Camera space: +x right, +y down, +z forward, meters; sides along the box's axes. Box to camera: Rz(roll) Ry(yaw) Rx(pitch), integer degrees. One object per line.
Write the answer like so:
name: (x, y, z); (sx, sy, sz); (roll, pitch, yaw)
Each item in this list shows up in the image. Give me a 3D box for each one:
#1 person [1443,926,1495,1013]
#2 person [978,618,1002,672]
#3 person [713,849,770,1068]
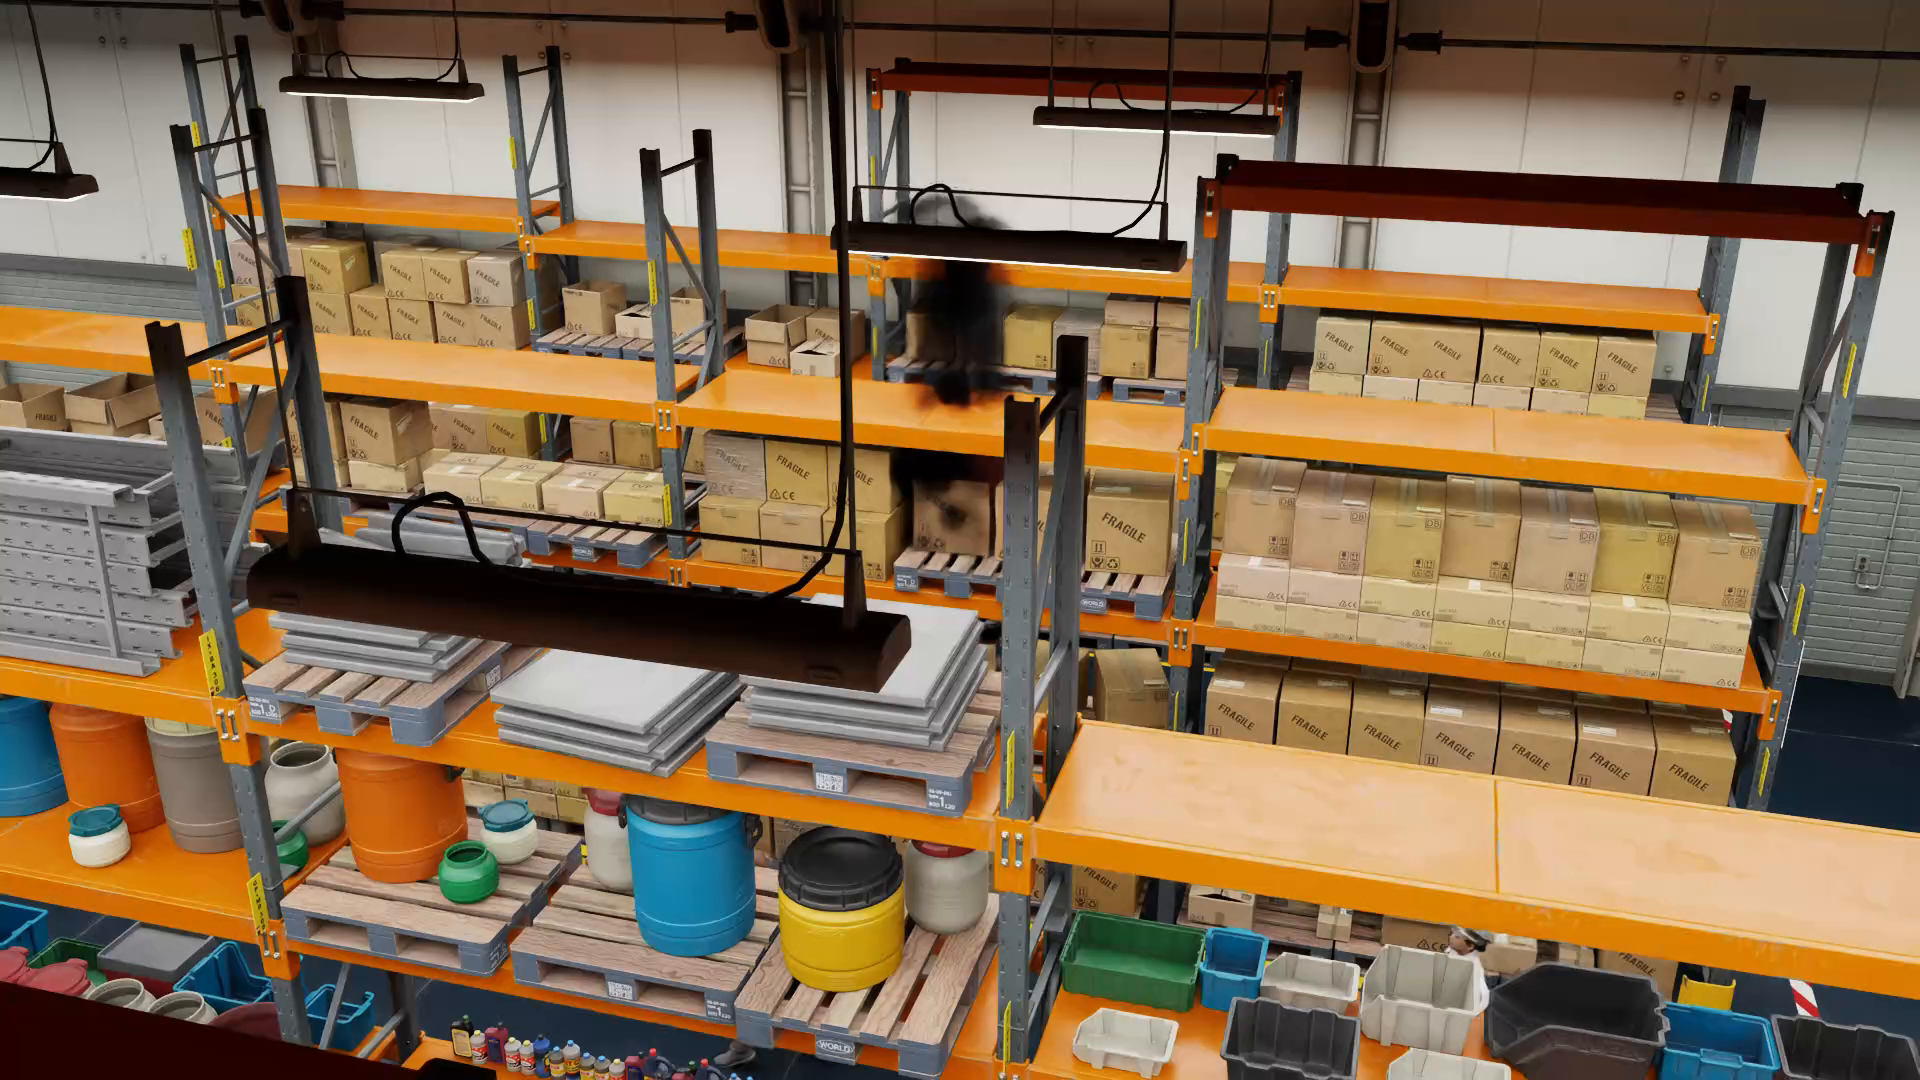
person: (3.279, 3.176, 10.963); (0.723, 1.654, 0.625); (2, 23, 4)
person: (0.321, 0.912, 16.397); (0.760, 1.684, 0.669); (3, 23, 7)
person: (-1.330, 2.920, 11.524); (0.855, 1.779, 0.681); (3, 23, 8)
